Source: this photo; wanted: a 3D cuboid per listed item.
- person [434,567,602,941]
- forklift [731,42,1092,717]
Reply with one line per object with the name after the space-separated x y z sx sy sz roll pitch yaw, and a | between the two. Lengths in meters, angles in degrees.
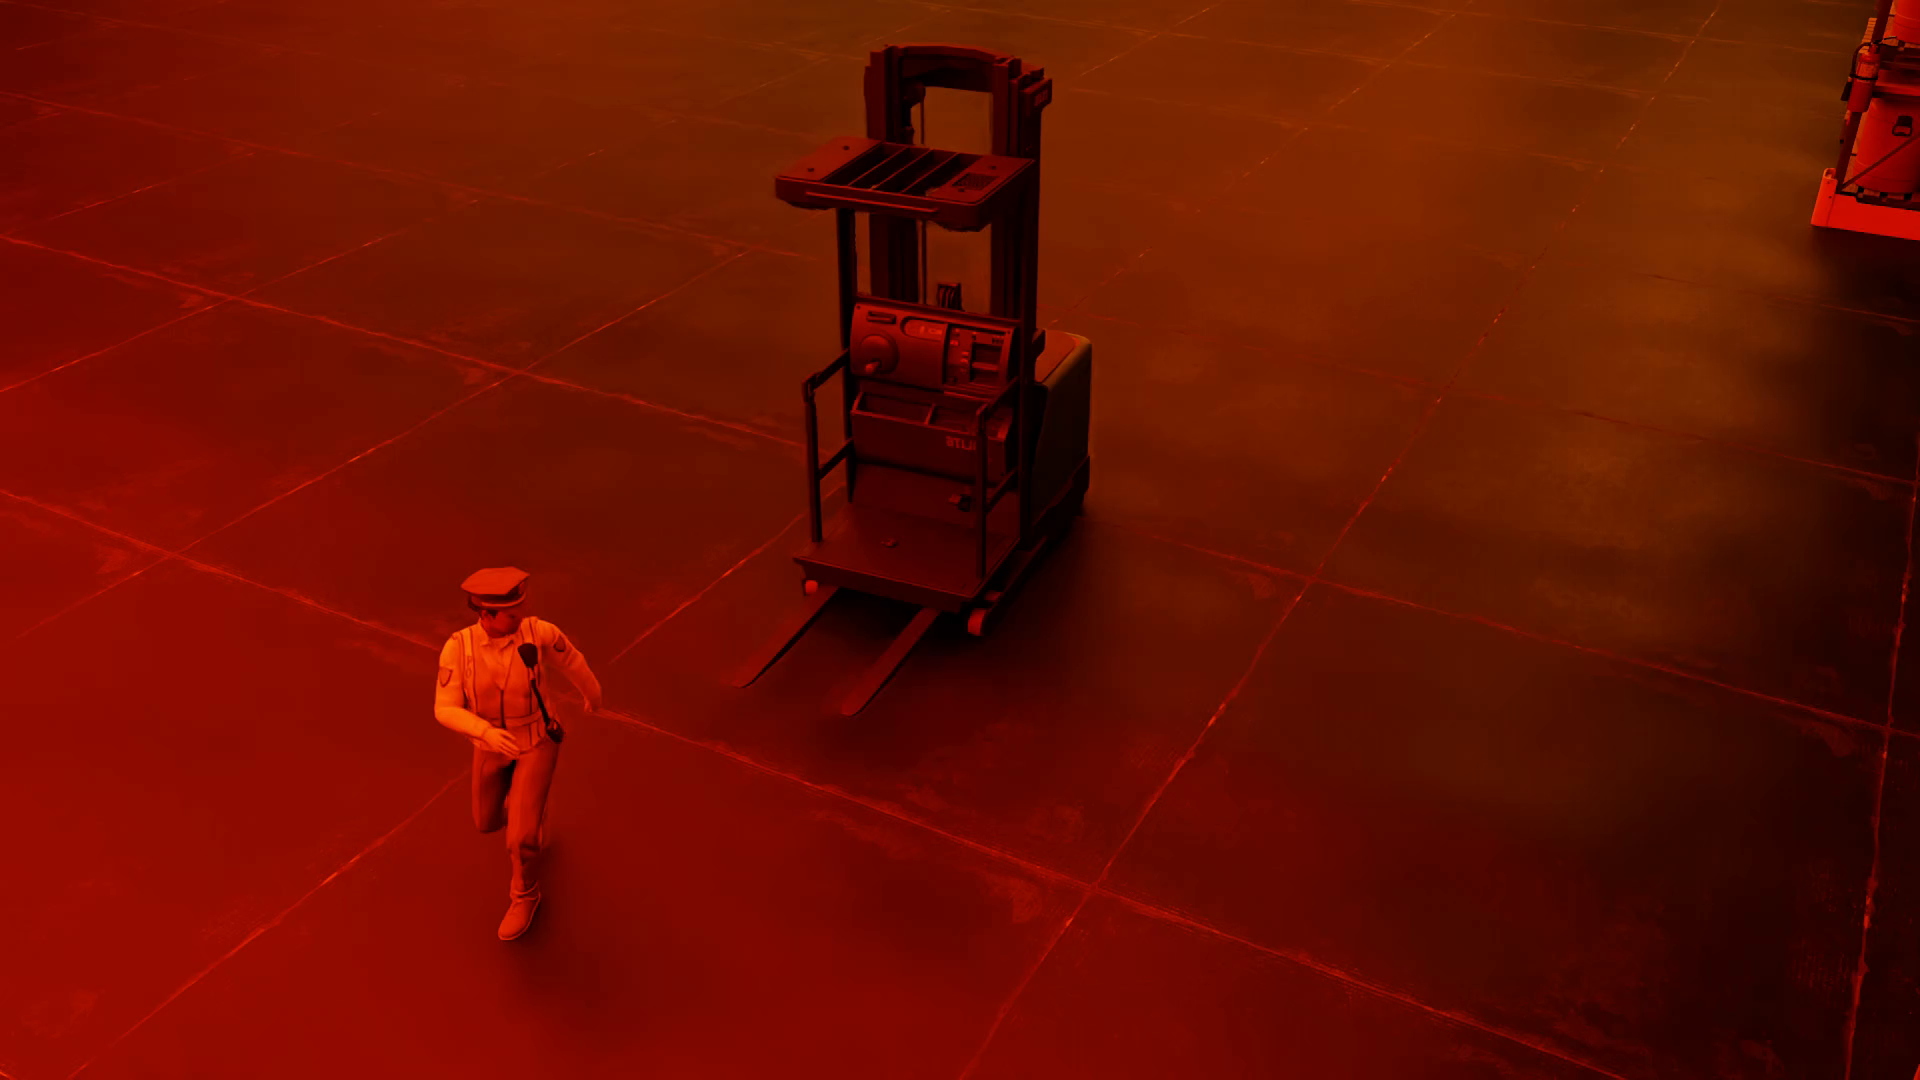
-1.851 0.836 6.995 0.541 1.589 0.768 3 30 5 | person
-0.239 -0.980 8.769 1.130 2.935 3.031 12 32 20 | forklift
